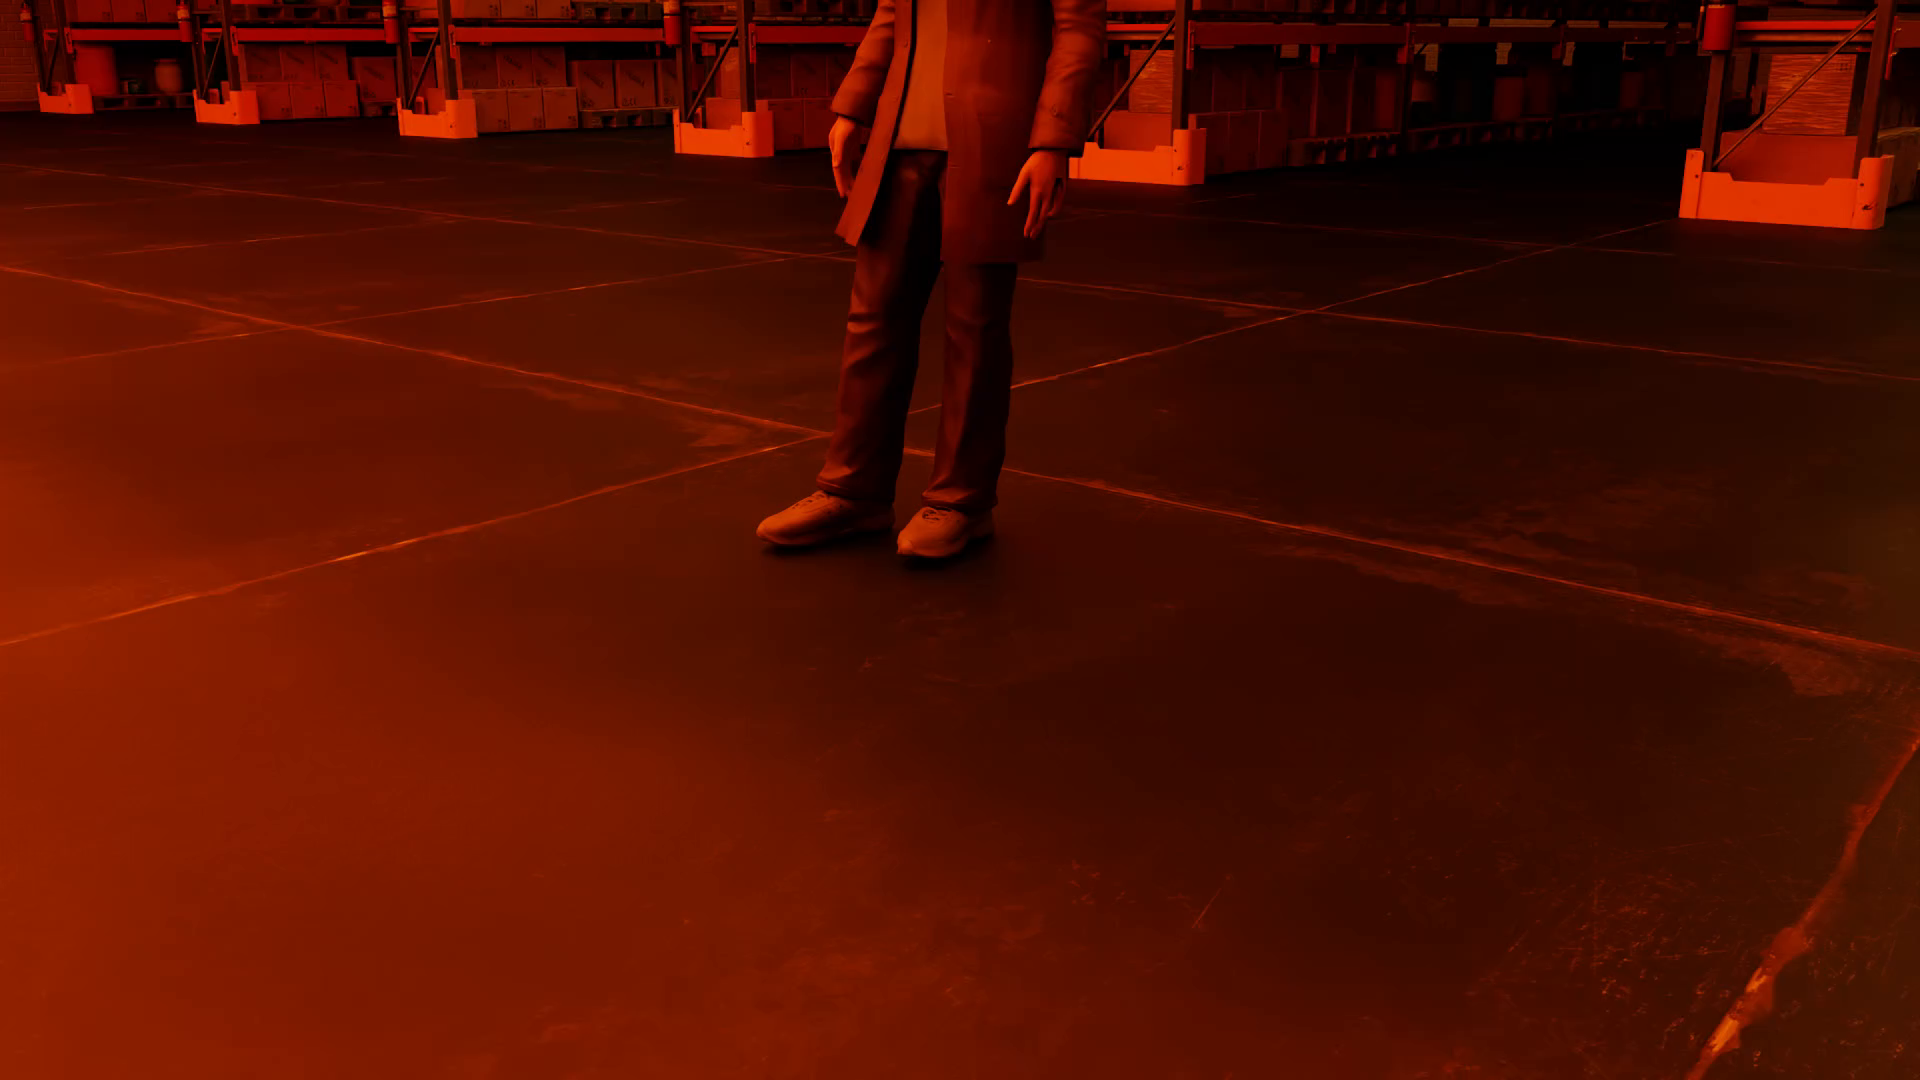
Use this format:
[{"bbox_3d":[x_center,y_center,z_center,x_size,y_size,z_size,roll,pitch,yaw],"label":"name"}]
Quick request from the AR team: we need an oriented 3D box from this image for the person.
[{"bbox_3d":[-0.062,-0.838,3.618,0.696,1.776,0.582,13,21,37],"label":"person"}]
